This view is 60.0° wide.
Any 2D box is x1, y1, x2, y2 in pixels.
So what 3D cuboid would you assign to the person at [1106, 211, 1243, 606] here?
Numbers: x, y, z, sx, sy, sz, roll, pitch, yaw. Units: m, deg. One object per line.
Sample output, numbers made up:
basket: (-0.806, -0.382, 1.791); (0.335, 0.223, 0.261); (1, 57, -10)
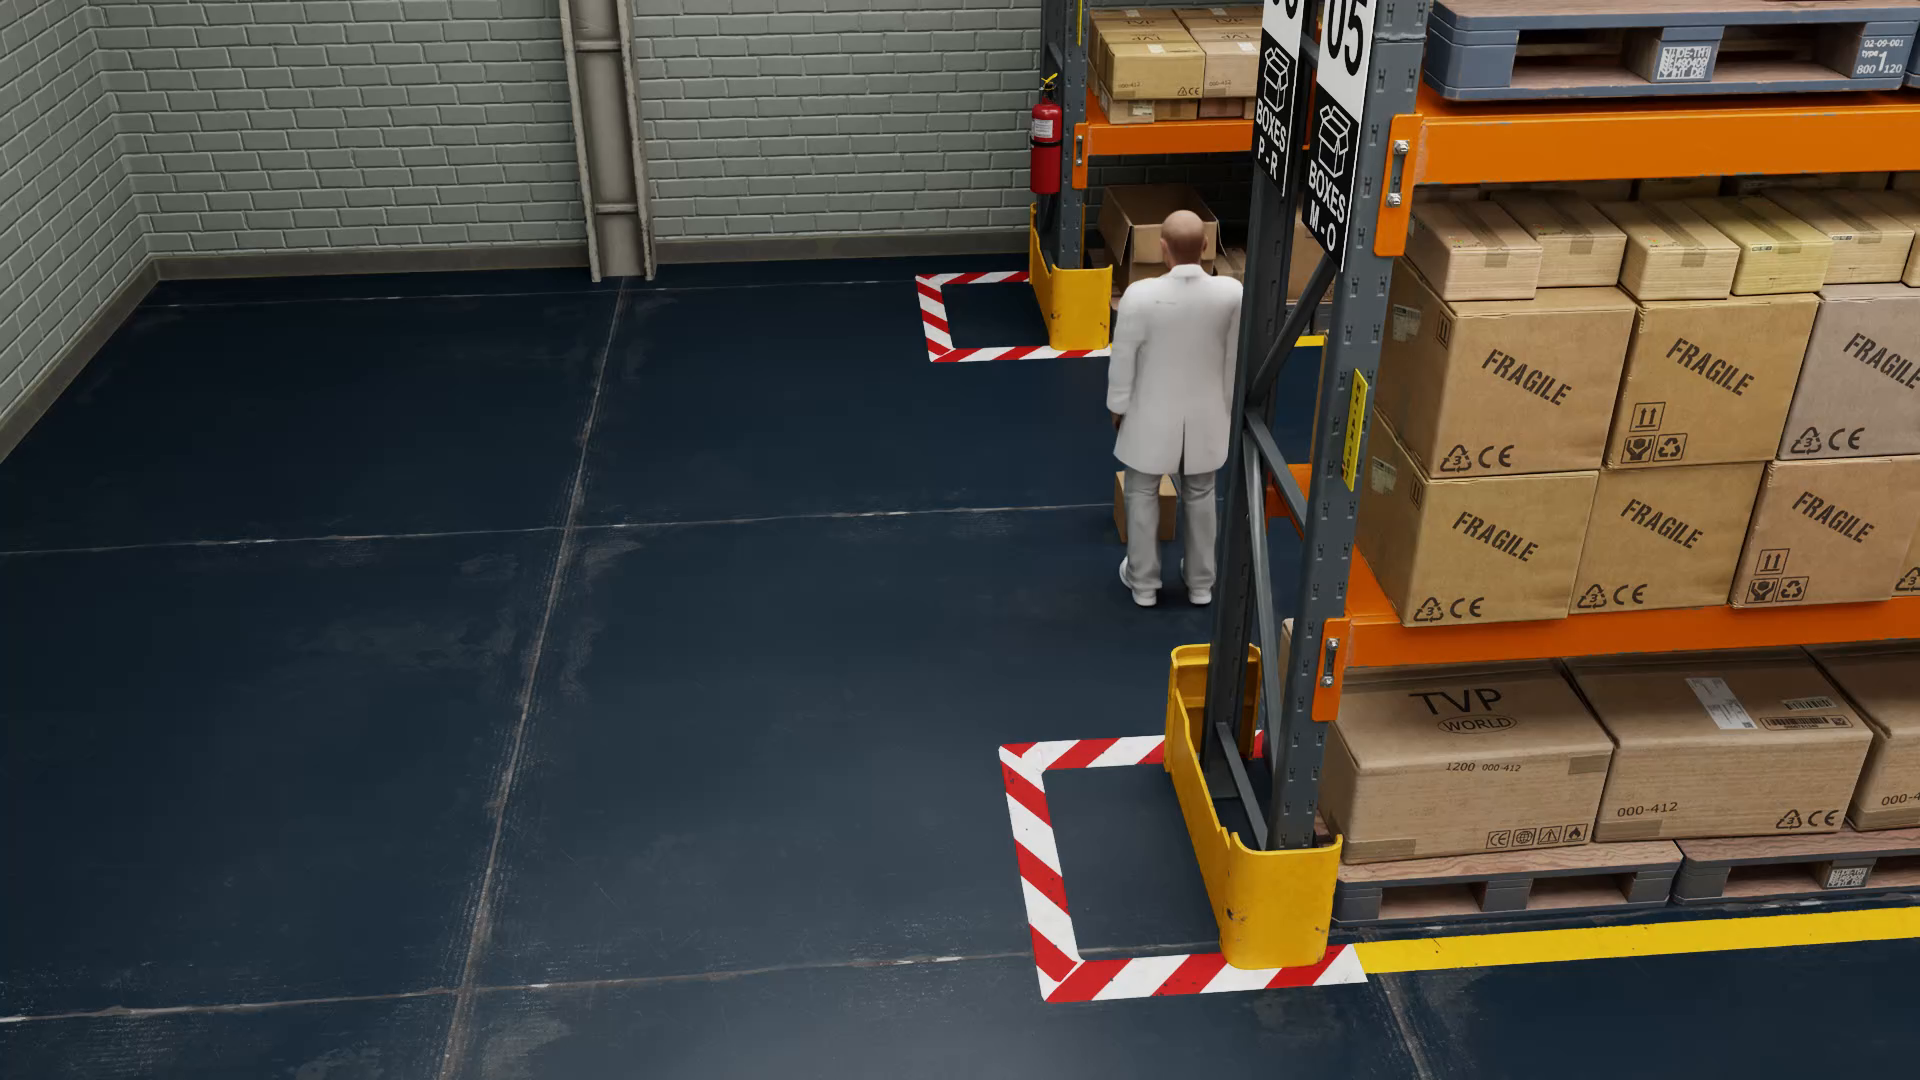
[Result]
person: (0.901, -0.543, 7.084); (0.567, 1.767, 0.381); (-2, 31, -4)
